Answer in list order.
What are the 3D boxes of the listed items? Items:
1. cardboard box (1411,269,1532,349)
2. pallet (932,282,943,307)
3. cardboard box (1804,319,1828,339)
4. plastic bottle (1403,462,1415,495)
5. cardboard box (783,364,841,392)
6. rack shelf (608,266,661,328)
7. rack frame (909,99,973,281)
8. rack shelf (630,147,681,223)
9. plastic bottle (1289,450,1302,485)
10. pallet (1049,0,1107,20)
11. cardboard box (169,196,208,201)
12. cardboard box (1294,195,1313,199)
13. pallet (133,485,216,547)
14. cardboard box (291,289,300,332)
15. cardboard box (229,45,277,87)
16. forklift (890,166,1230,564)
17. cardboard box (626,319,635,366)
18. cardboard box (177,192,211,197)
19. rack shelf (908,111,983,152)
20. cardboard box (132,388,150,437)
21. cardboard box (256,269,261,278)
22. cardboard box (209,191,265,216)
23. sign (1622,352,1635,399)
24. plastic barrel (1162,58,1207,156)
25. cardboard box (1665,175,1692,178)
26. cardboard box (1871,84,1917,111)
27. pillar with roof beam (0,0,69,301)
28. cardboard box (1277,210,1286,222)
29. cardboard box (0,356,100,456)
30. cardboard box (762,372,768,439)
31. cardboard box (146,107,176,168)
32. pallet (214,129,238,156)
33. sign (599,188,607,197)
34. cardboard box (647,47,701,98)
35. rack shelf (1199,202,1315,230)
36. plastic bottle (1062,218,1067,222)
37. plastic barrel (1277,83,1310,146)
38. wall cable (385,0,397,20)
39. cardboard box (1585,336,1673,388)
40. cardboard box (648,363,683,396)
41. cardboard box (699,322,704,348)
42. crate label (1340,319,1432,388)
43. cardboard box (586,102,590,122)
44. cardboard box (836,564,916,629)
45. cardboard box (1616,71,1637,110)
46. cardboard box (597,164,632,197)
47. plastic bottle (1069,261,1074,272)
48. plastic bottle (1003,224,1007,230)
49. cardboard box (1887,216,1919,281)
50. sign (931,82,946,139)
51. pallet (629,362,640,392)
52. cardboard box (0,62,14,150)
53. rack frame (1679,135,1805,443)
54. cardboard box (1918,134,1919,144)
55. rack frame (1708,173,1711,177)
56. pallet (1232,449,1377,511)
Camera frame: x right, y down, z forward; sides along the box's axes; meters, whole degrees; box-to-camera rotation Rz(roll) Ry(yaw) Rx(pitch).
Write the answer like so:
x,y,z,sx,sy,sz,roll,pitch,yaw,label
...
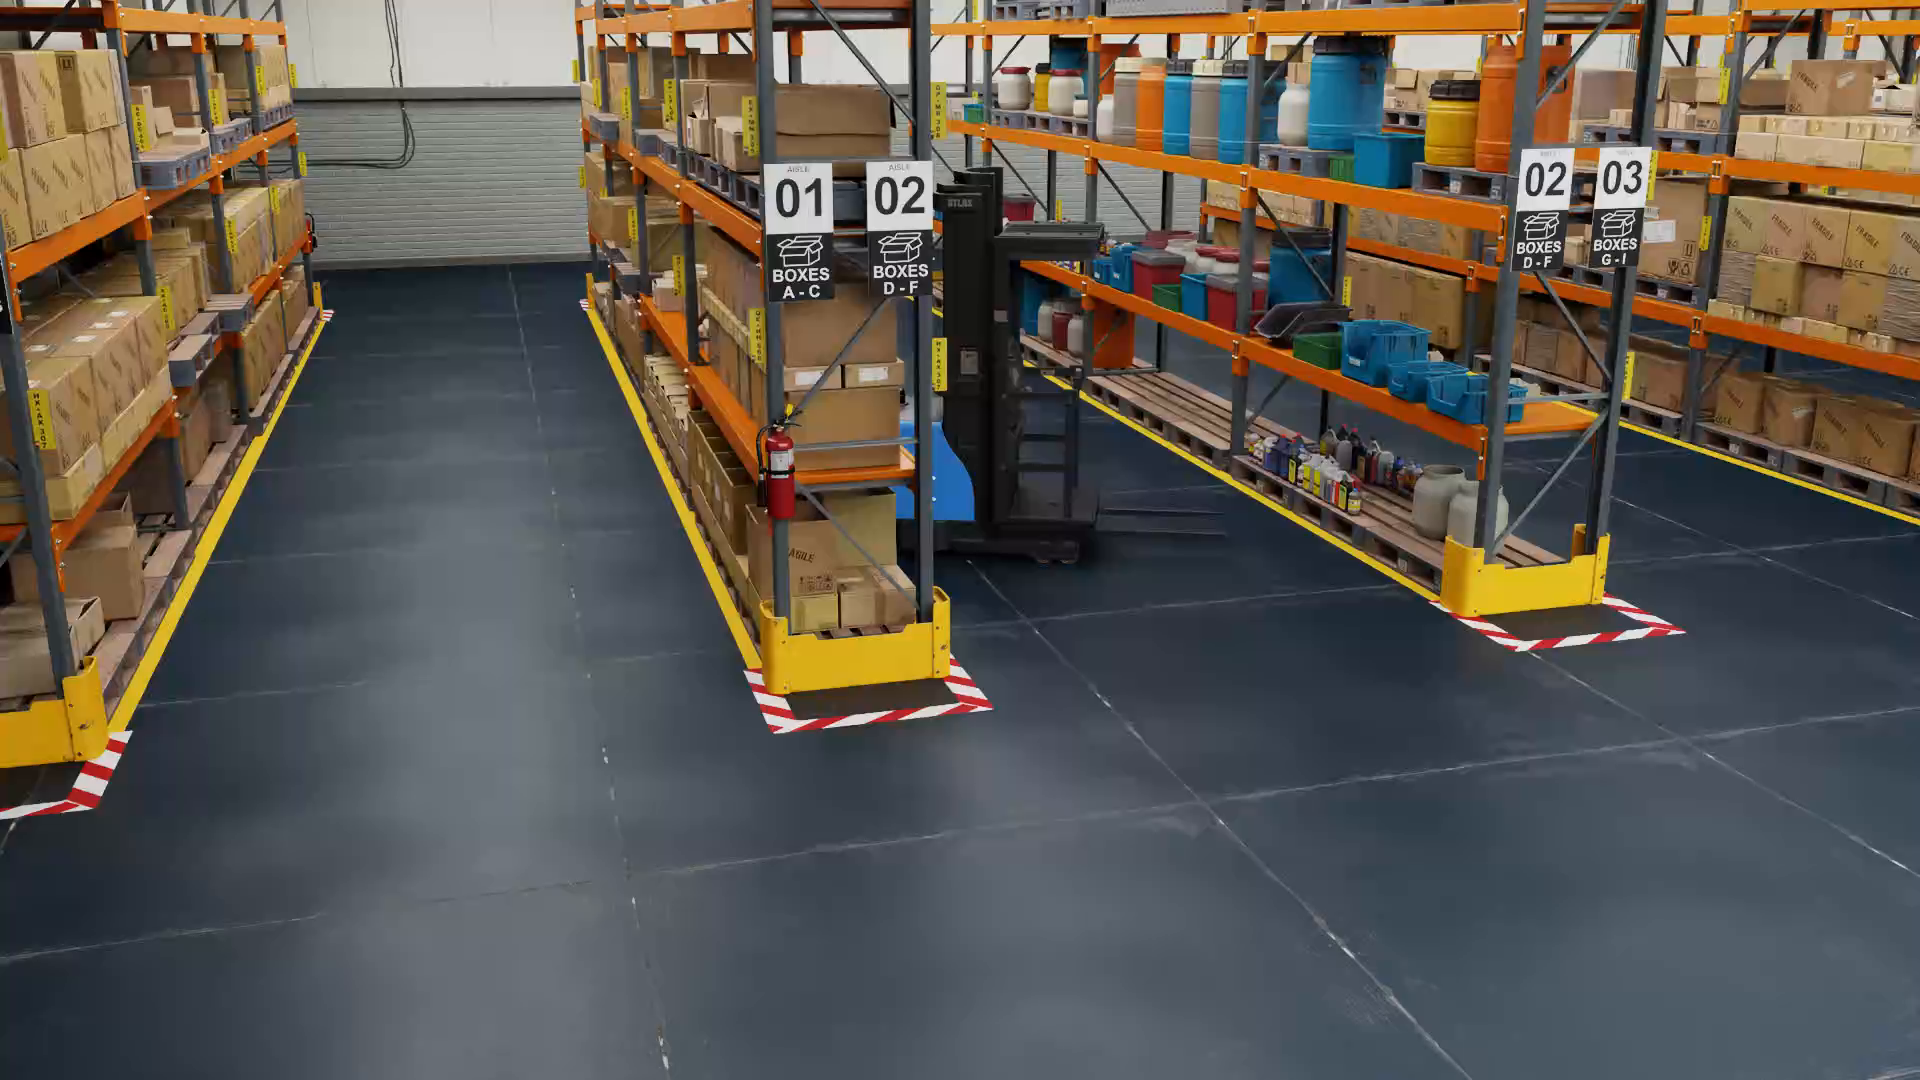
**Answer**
x,y,z,sx,sy,sz,roll,pitch,yaw,label
6.493,-2.949,21.018,1.225,0.875,0.875,-6,18,-18,cardboard box
-0.109,-3.827,25.826,1.003,0.211,1.213,-5,17,-15,pallet
7.899,-1.919,15.062,0.380,0.149,0.250,-5,17,-15,cardboard box
3.779,-0.521,13.950,0.097,0.271,0.097,0,17,0,plastic bottle
-0.953,-1.027,10.355,0.380,0.149,0.250,-5,17,-16,cardboard box
-3.413,-2.999,19.473,1.077,0.370,4.000,-5,17,-15,rack shelf
-0.298,-5.394,26.195,1.000,3.000,0.127,-5,17,-15,rack frame
-2.313,-3.329,15.358,1.077,0.370,4.000,-5,17,-15,rack shelf
2.880,-0.627,14.283,0.061,0.283,0.133,-4,17,-13,plastic bottle
1.732,-5.974,18.722,1.213,0.211,1.003,-5,17,-15,pallet
-8.556,-3.633,18.303,0.500,0.250,0.500,-5,18,-17,cardboard box
5.180,-5.215,24.039,0.500,0.500,0.500,-4,17,-14,cardboard box
-6.741,-0.171,13.655,1.003,0.211,1.213,-5,17,-15,pallet
-9.105,-3.004,21.855,0.700,0.500,0.500,-4,17,-14,cardboard box
-8.939,-5.974,20.967,0.500,0.500,0.500,-5,17,-15,cardboard box
0.620,-1.382,12.959,3.031,2.935,1.130,2,17,7,forklift
-3.638,-2.332,19.582,0.500,0.500,0.500,-5,18,-17,cardboard box
-8.698,-3.771,18.764,0.500,0.250,0.500,-4,17,-15,cardboard box
0.252,-5.933,24.025,1.077,0.370,4.000,-5,17,-15,rack shelf
-5.822,-0.846,11.279,0.500,0.250,0.500,-5,17,-16,cardboard box
-8.107,-3.038,18.753,0.380,0.149,0.250,-5,17,-15,cardboard box
-8.219,-3.812,18.900,0.500,0.250,0.500,-4,17,-14,cardboard box
4.629,-1.143,11.562,0.100,0.325,0.005,-5,17,-15,sign
2.292,-4.237,16.257,0.600,0.901,0.708,-5,17,-15,plastic barrel
10.658,-5.313,24.599,0.380,0.149,0.250,-4,17,-13,cardboard box
11.447,-5.362,20.126,0.500,0.311,0.500,-5,17,-15,cardboard box
-3.960,-5.183,15.066,9.100,9.000,0.400,-5,17,-15,pillar with roof beam
4.953,-4.830,24.756,0.380,0.149,0.250,-4,17,-14,cardboard box
-5.395,-0.775,9.741,0.500,0.500,0.500,-5,17,-15,cardboard box
-0.929,-0.900,11.062,0.700,0.500,0.500,-4,17,-14,cardboard box
-7.358,-3.527,14.553,0.797,0.503,0.637,-2,17,-8,cardboard box
-7.853,-3.918,16.395,1.213,0.211,1.003,-4,17,-13,pallet
-4.482,-4.266,20.937,0.100,0.325,0.005,-5,17,-15,sign
-2.977,-4.875,17.341,0.500,0.500,0.500,-5,17,-15,cardboard box
5.014,-4.888,25.760,1.077,0.370,4.000,-5,17,-15,rack shelf
1.369,-4.035,21.758,0.144,0.351,0.185,-5,17,-15,plastic bottle
2.929,-3.631,14.188,0.421,0.512,0.421,0,17,0,plastic barrel
-8.433,-10.222,28.459,3.097,2.526,0.112,-5,17,-15,wall cable
7.347,-1.939,18.275,0.700,0.500,0.500,-6,18,-20,cardboard box
-2.849,-1.631,16.741,0.500,0.311,0.500,-5,17,-17,cardboard box
-2.182,-1.848,14.625,0.396,0.266,0.258,-5,17,-17,cardboard box
3.333,-1.473,13.080,0.502,0.435,0.616,-5,17,-15,crate label
-4.901,-5.928,23.021,0.500,0.250,0.500,-5,17,-15,cardboard box
-0.598,0.372,11.048,0.500,0.250,0.500,-5,17,-15,cardboard box
7.307,-4.905,18.311,0.500,0.500,0.500,-4,17,-14,cardboard box
-4.494,-4.685,21.921,0.500,0.500,0.500,-5,17,-16,cardboard box
1.316,-3.267,19.317,0.061,0.283,0.133,-5,17,-15,plastic bottle
0.605,-3.996,21.766,0.097,0.271,0.097,0,17,0,plastic bottle
8.195,-2.438,13.925,0.500,0.500,0.500,-5,17,-15,cardboard box
-0.129,-2.513,9.733,0.100,0.325,0.005,-5,17,-15,sign
-3.364,-2.001,19.748,1.003,0.211,1.213,-5,17,-15,pallet
-5.299,-2.284,8.680,0.500,0.500,0.500,-6,18,-19,cardboard box
7.762,-2.466,16.448,1.000,3.000,0.127,-5,17,-15,rack frame
8.134,-3.328,13.671,0.380,0.149,0.250,-6,18,-18,cardboard box
13.993,-6.569,30.107,1.000,3.000,0.127,-5,17,-15,rack frame
3.144,-0.550,14.916,1.003,0.211,1.213,-5,17,-15,pallet
